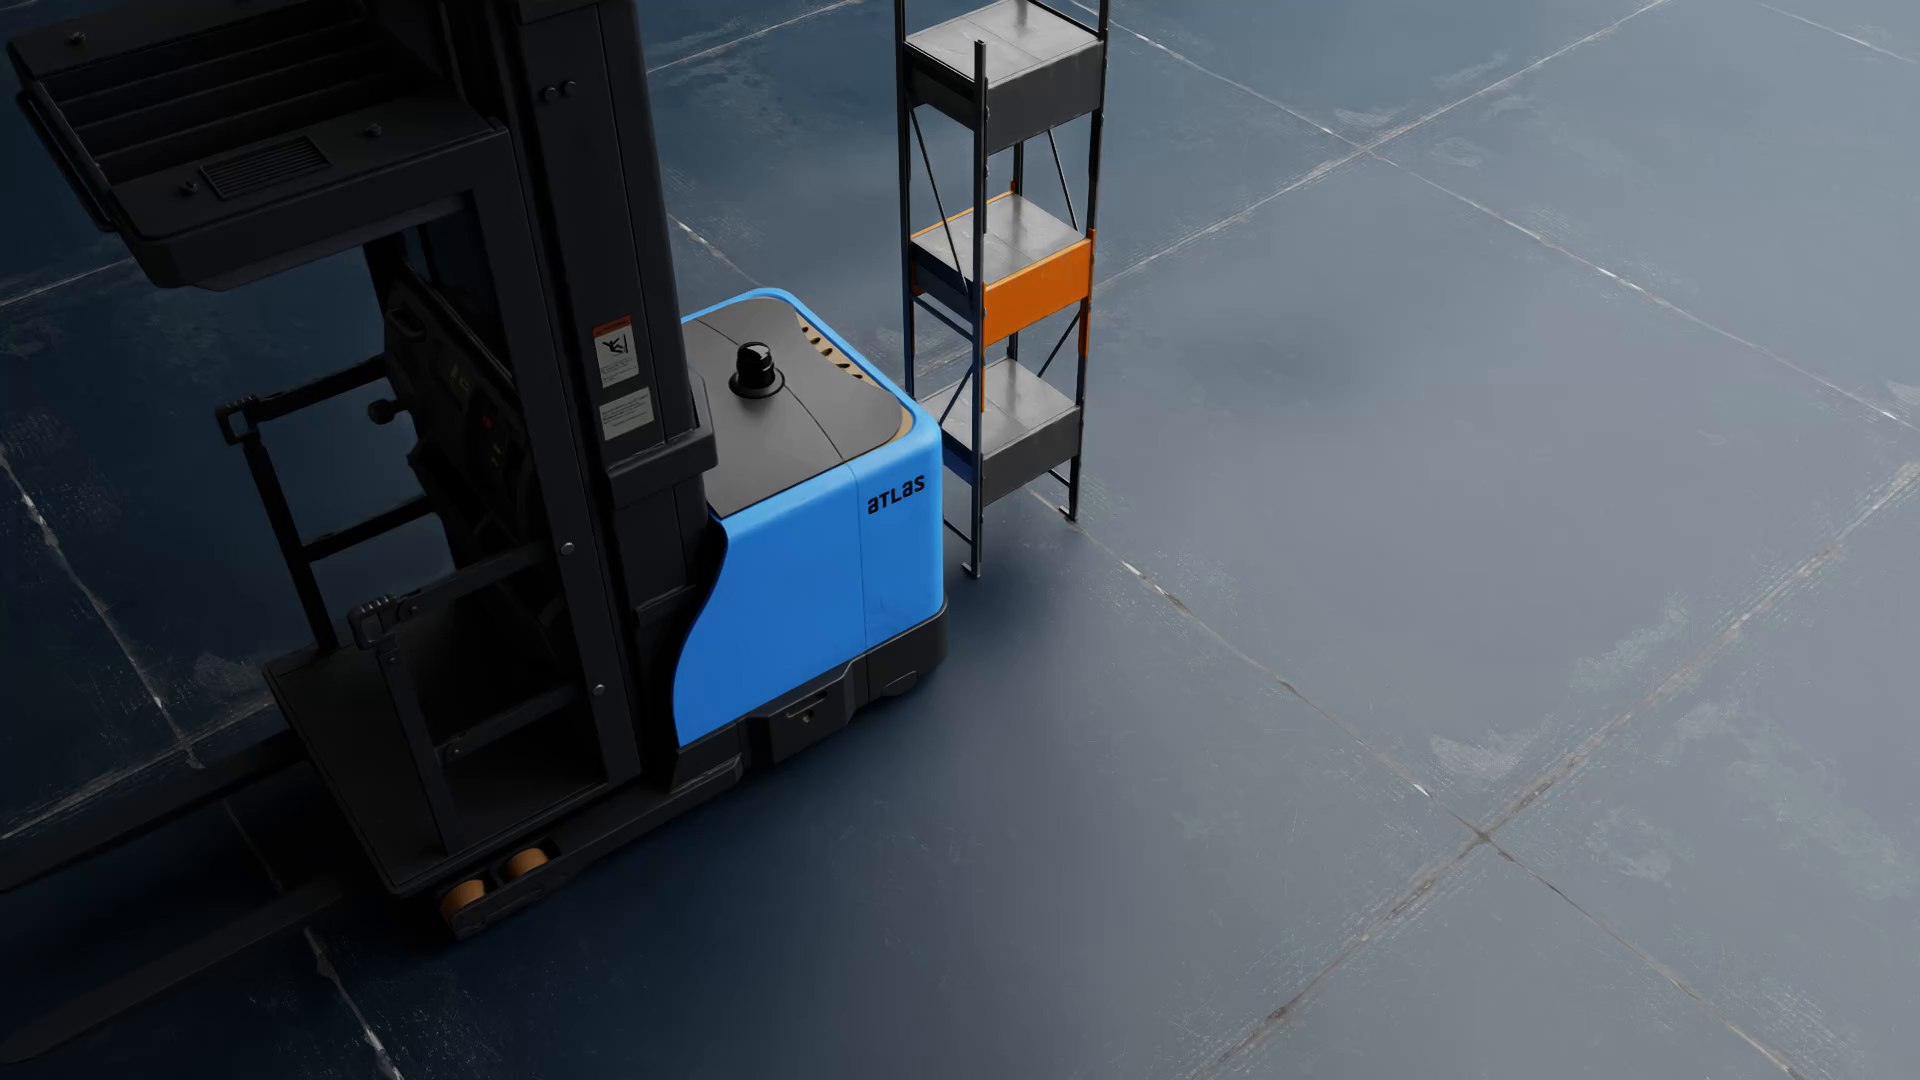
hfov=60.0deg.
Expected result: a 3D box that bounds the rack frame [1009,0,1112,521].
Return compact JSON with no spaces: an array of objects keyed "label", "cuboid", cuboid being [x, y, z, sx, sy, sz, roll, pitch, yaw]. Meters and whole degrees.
[{"label":"rack frame","cuboid":[0.314,-0.945,5.723,0.015,2.100,0.400,-30,51,-28]}]

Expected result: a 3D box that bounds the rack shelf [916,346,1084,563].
[{"label":"rack shelf","cuboid":[0.127,-0.318,6.097,0.480,0.518,0.431,-30,51,-28]}]

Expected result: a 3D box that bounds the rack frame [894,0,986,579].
[{"label":"rack frame","cuboid":[-0.060,-0.731,5.494,0.015,2.100,0.400,-30,51,-28]}]

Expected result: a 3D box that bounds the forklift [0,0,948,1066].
[{"label":"forklift","cuboid":[-1.530,-0.301,4.429,3.031,2.935,1.130,-27,49,-26]}]

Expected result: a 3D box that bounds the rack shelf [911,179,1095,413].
[{"label":"rack shelf","cuboid":[0.127,-0.828,5.618,0.480,0.518,0.431,-30,51,-28]}]

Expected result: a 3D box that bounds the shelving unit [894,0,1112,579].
[{"label":"shelving unit","cuboid":[0.127,-0.838,5.609,0.503,2.100,0.431,-30,51,-28]}]

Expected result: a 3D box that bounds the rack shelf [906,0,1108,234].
[{"label":"rack shelf","cuboid":[0.127,-1.338,5.139,0.480,0.518,0.431,-30,51,-28]}]
